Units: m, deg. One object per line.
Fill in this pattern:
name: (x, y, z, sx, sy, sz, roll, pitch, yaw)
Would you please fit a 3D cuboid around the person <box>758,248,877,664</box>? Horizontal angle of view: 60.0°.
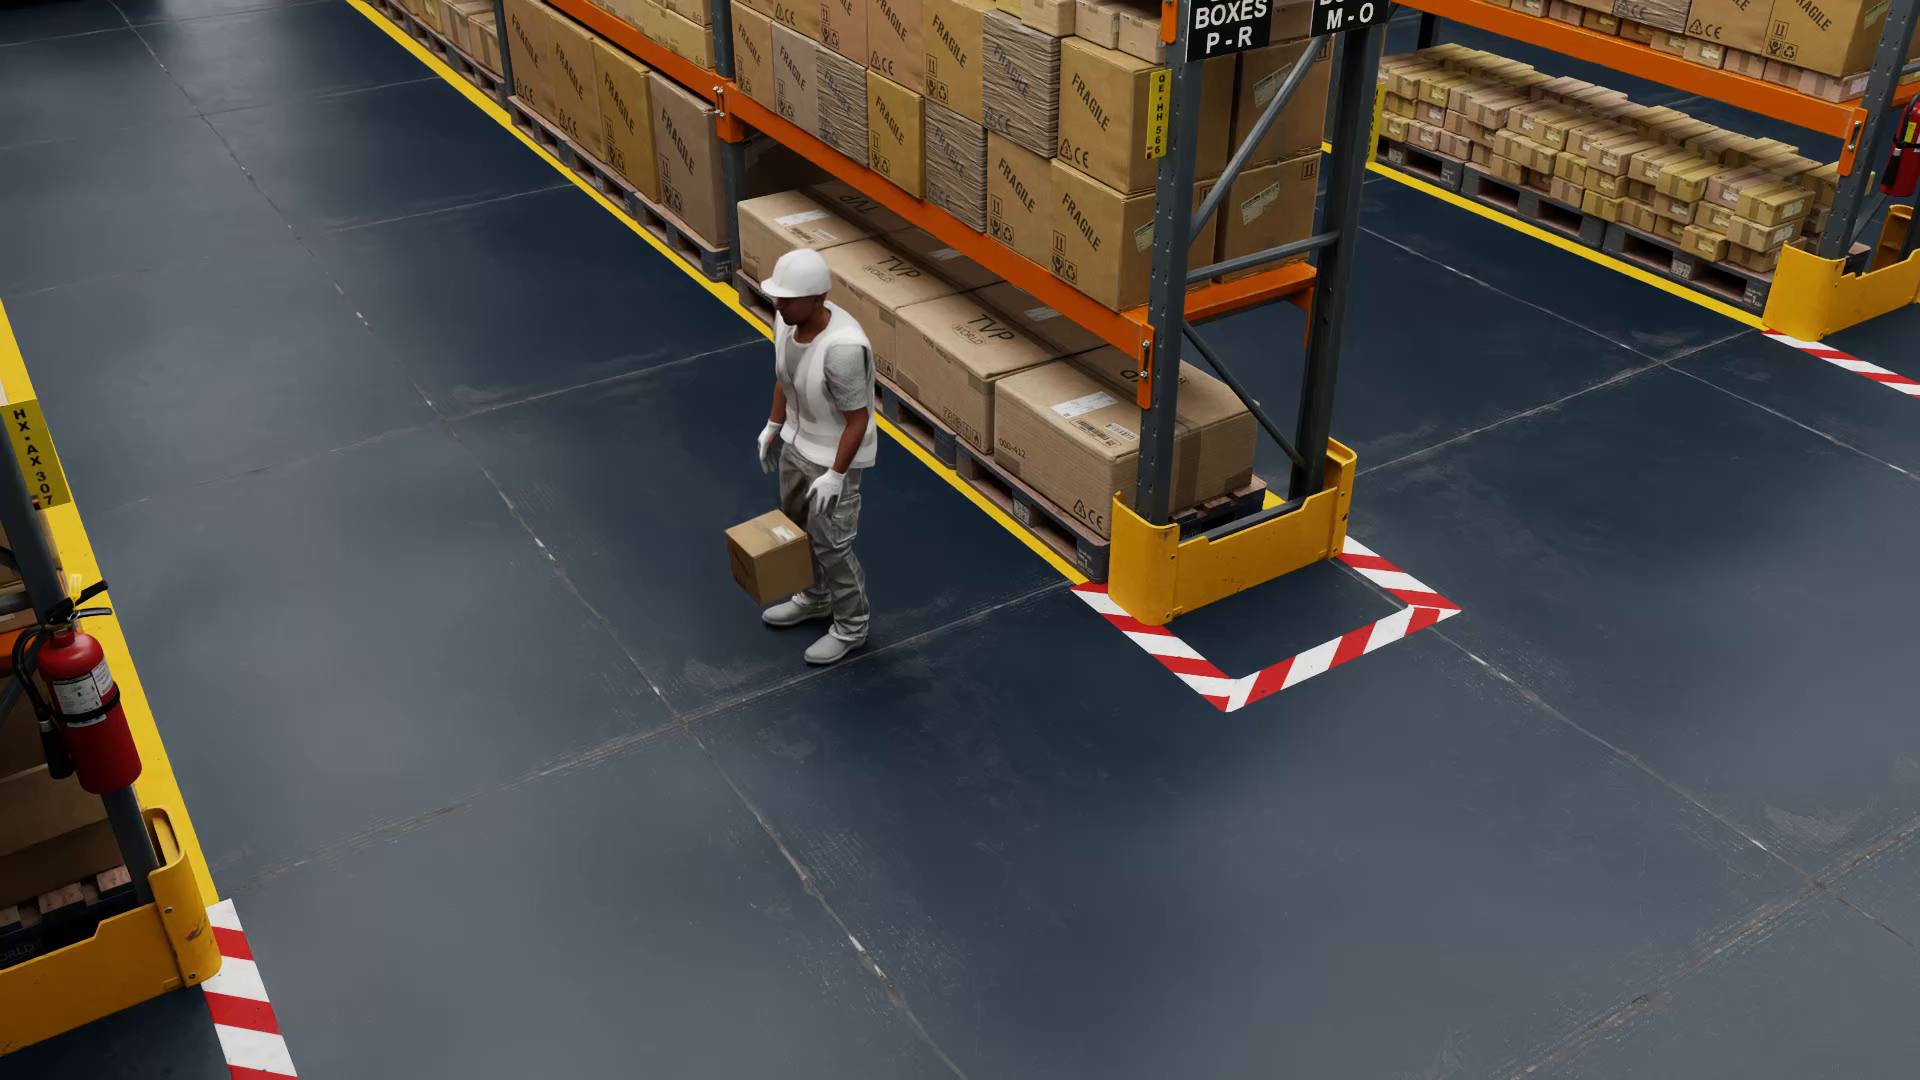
person: (-0.561, -0.342, 6.662, 0.417, 1.780, 0.578, -20, 37, -28)
